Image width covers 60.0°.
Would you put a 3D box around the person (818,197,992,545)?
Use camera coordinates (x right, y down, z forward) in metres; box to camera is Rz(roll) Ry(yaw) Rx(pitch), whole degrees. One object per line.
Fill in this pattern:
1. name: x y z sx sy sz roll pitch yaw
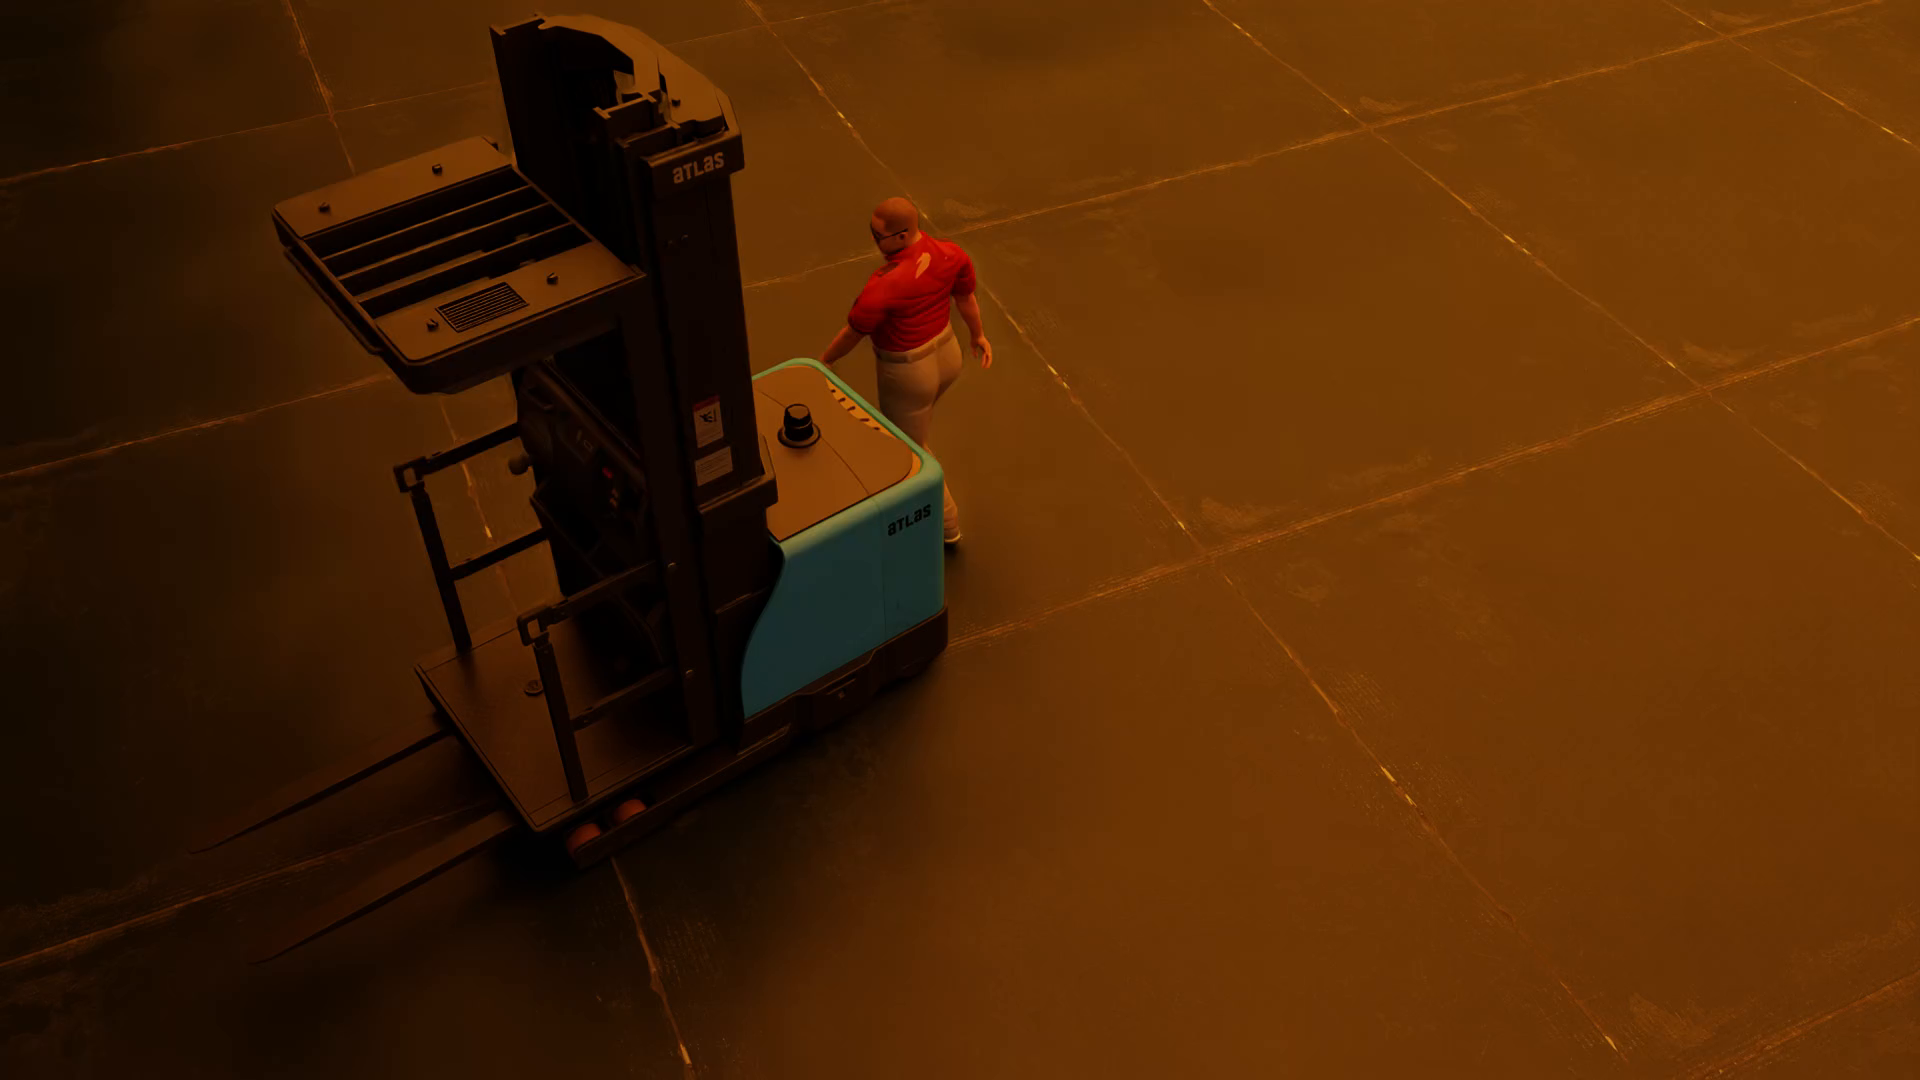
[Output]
1. person: -0.280 -0.865 7.530 0.925 1.678 0.716 30 51 29

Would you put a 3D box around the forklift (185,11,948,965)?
1. forklift: -1.526 -0.217 5.913 3.031 2.935 1.130 -28 50 -27
